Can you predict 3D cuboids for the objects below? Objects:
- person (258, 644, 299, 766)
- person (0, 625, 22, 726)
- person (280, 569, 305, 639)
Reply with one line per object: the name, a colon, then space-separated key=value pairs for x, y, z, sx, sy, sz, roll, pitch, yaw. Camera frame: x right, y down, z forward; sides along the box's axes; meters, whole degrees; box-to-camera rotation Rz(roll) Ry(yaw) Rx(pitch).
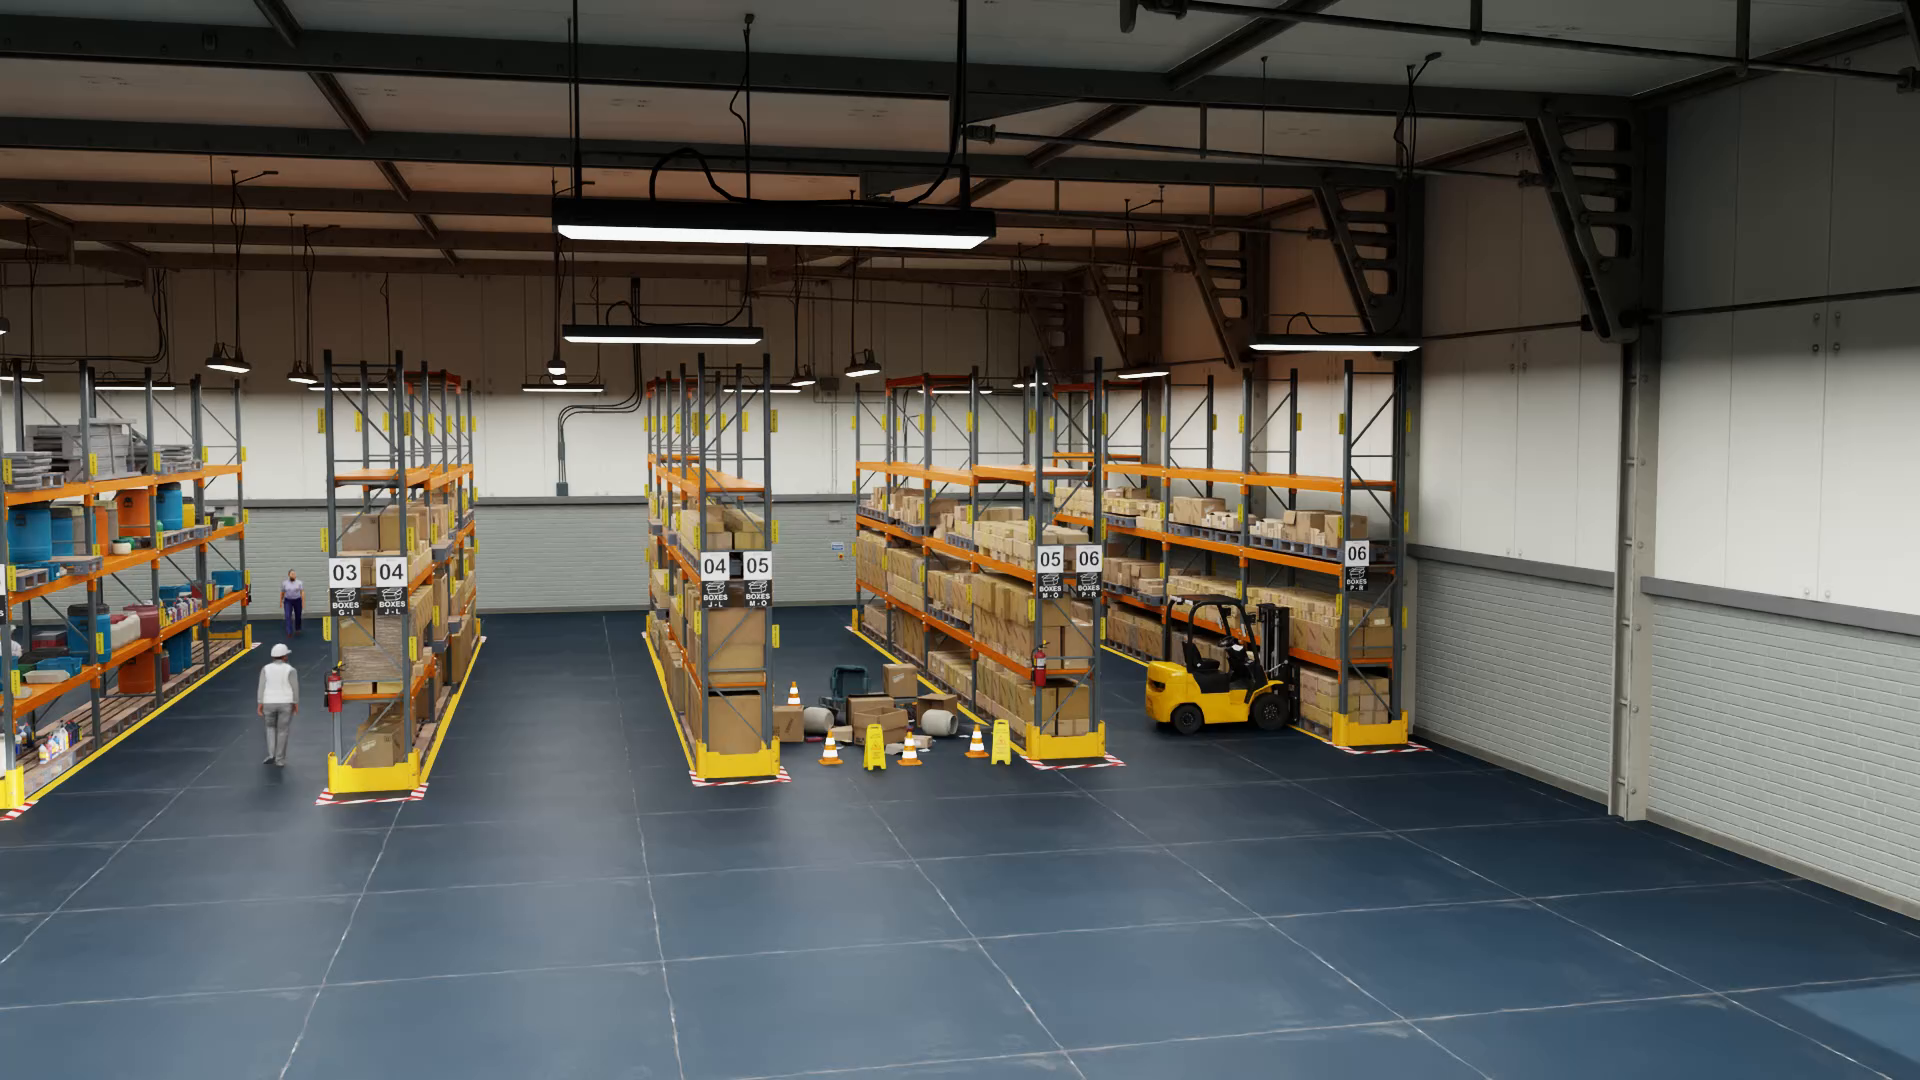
person: x=-9.993 y=2.422 z=24.408 sx=0.570 sy=1.788 sz=0.519 roll=-1 pitch=4 yaw=-13
person: x=-15.779 y=2.251 z=27.467 sx=0.529 sy=1.672 sz=0.425 roll=-2 pitch=4 yaw=-22
person: x=-15.649 y=1.479 z=38.971 sx=0.555 sy=1.583 sz=1.052 roll=-2 pitch=4 yaw=-22
